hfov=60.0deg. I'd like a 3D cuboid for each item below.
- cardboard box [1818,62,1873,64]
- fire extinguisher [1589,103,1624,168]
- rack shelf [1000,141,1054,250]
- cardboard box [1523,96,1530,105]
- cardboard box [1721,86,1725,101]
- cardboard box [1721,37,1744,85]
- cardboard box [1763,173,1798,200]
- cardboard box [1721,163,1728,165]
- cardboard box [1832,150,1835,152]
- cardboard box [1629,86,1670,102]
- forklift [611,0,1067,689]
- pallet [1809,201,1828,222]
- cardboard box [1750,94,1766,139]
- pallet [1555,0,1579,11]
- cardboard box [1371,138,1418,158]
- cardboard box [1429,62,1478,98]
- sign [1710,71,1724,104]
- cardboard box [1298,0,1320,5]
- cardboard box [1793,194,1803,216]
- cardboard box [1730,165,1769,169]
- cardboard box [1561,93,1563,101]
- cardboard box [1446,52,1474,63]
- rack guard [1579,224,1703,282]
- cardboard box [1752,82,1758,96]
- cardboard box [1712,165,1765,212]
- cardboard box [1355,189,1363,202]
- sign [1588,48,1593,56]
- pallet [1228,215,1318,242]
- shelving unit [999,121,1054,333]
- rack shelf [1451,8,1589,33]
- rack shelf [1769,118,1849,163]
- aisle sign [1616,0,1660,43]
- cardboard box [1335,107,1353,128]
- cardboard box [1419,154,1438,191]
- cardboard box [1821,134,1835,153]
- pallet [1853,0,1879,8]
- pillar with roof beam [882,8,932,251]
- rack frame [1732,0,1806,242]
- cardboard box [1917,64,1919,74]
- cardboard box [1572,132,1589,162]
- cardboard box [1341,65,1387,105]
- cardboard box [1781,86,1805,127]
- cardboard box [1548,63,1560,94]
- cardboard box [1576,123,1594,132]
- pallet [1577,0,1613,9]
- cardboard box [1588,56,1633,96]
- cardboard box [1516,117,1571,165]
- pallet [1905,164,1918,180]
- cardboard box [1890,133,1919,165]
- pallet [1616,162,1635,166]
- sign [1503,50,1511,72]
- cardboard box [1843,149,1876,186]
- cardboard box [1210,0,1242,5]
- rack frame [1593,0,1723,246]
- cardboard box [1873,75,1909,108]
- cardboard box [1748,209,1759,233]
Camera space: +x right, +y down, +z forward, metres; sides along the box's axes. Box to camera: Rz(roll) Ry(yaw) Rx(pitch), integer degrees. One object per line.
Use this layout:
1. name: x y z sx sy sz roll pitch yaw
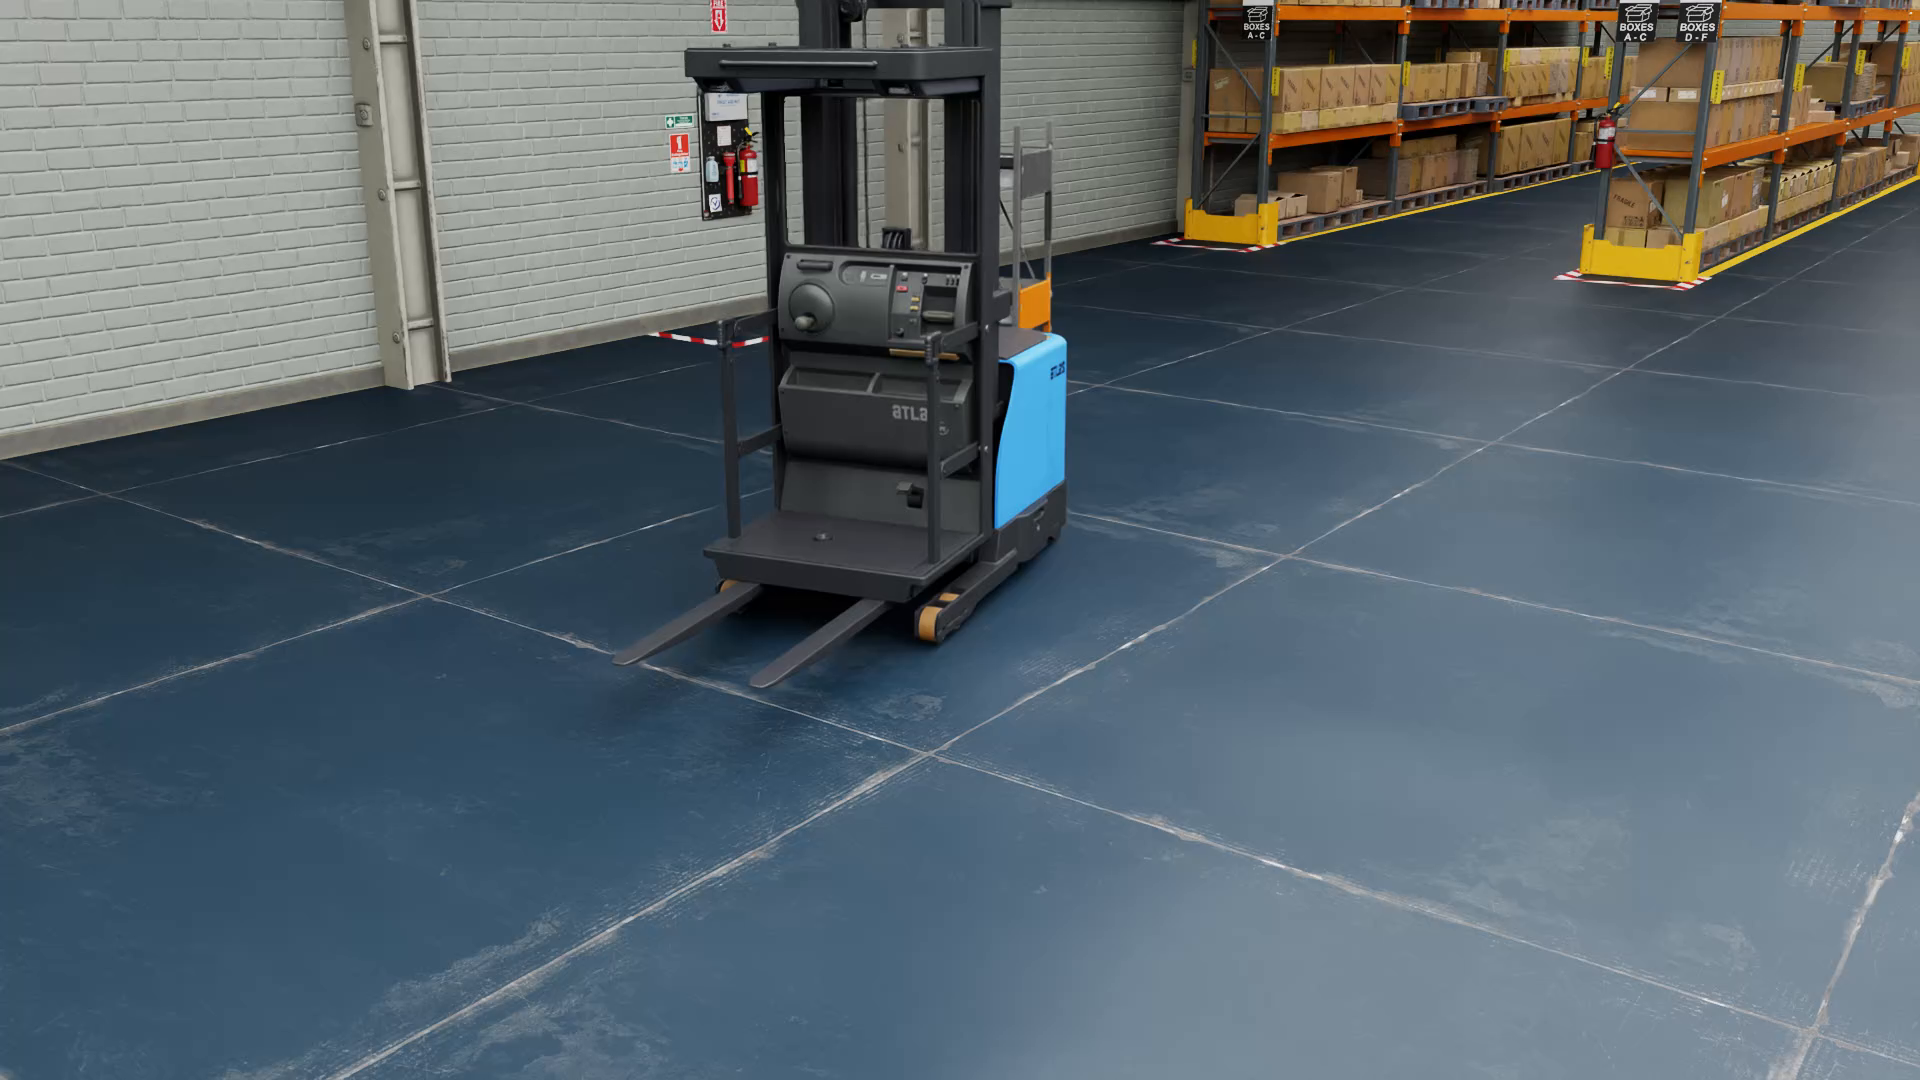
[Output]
1. cardboard box: 13.998 -7.318 26.374 0.700 0.500 0.500 5 18 16
2. fire extinguisher: 6.866 -4.302 17.669 0.296 0.674 0.183 12 21 35
3. rack shelf: 0.214 -1.830 8.783 0.431 0.518 0.480 7 19 21
4. cardboard box: 9.222 -7.303 27.593 0.380 0.149 0.250 13 21 36
5. cardboard box: 8.021 -4.820 17.945 0.380 0.149 0.250 13 21 35
6. cardboard box: 8.238 -5.320 18.461 0.700 0.500 0.500 13 21 35
7. cardboard box: 10.442 -4.565 21.370 0.500 0.311 0.500 12 21 34
8. cardboard box: 9.165 -4.428 20.608 0.500 0.500 0.500 12 21 35
9. cardboard box: 13.363 -5.840 25.966 0.500 0.500 0.500 13 21 35
10. cardboard box: 7.384 -4.767 17.774 0.380 0.149 0.250 12 21 34
11. forklift: -0.469 -1.086 7.300 1.130 2.935 3.031 7 19 21
12. pallet: 11.554 -4.669 23.424 1.003 0.211 1.213 12 21 35
13. cardboard box: 9.124 -5.052 19.784 0.700 0.500 0.500 12 21 34
14. pallet: 9.972 -9.131 28.355 0.805 0.209 1.217 11 21 33
15. cardboard box: 6.397 -5.770 24.475 0.500 0.250 0.500 12 21 34
16. cardboard box: 7.512 -7.071 25.545 0.700 0.500 0.500 10 20 30
17. sign: 7.752 -4.636 17.023 0.100 0.325 0.005 12 21 35
18. cardboard box: 4.078 -6.806 20.343 0.500 0.500 0.500 14 22 38
19. cardboard box: 10.744 -4.422 21.855 0.500 0.250 0.500 12 21 33
20. cardboard box: 10.611 -4.902 22.455 0.500 0.311 0.500 12 21 34
21. cardboard box: 10.183 -7.658 28.737 0.380 0.149 0.250 13 22 36
22. cardboard box: 7.734 -7.465 25.722 0.380 0.149 0.250 9 19 26
23. rack guard: 7.295 -3.085 17.836 1.175 0.500 0.348 12 21 35
24. cardboard box: 8.945 -5.190 19.137 0.380 0.149 0.250 13 22 36
25. cardboard box: 9.285 -4.217 19.929 0.500 0.500 0.500 12 21 35
26. cardboard box: 5.418 -4.836 23.295 0.380 0.166 0.250 9 20 28
27. sign: 12.420 -9.521 32.751 0.100 0.325 0.005 12 21 35
28. pallet: 3.887 -4.033 21.374 1.003 0.211 1.213 12 21 35
29. shelving unit: 0.214 -1.175 8.987 0.431 2.100 0.503 7 19 21
30. rack shelf: 9.287 -8.630 27.631 1.077 0.370 4.000 12 21 35
31. rack shelf: 10.885 -5.370 22.192 1.077 0.370 4.000 12 21 35
32. aisle sign: 7.035 -5.562 17.215 0.394 0.787 0.004 12 21 35
33. cardboard box: 4.784 -5.524 21.692 0.500 0.250 0.500 13 21 35
34. cardboard box: 6.742 -5.553 25.040 0.700 0.500 0.500 13 21 35
35. cardboard box: 13.081 -6.087 25.497 0.500 0.250 0.500 12 21 34
36. pallet: 11.744 -7.355 22.631 1.213 0.211 1.003 14 22 37
37. pillar with roof beam: 2.934 -6.154 13.387 9.100 9.000 0.400 12 21 35
38. rack frame: 9.693 -5.237 20.551 1.000 3.000 0.127 12 21 35
39. cardboard box: 15.887 -8.099 27.912 0.500 0.500 0.500 13 22 36
40. cardboard box: 11.007 -7.184 30.327 0.700 0.500 0.500 13 21 35
41. cardboard box: 5.386 -6.121 22.351 0.500 0.500 0.500 12 21 34
42. cardboard box: 10.776 -5.710 21.904 0.500 0.500 0.500 12 21 35
43. cardboard box: 9.804 -7.821 28.166 0.500 0.500 0.500 12 21 35
44. cardboard box: 11.358 -7.543 30.389 0.380 0.149 0.250 13 22 37
45. pallet: 10.975 -9.600 29.693 1.003 0.211 1.213 12 21 35
46. cardboard box: 12.142 -8.815 31.565 0.980 0.700 0.700 12 21 34
47. cardboard box: 10.196 -7.013 29.187 0.750 0.750 0.750 13 21 35
48. pallet: 16.323 -6.556 29.498 1.003 0.211 1.213 12 21 35
49. cardboard box: 16.717 -6.939 29.503 0.500 0.500 0.500 12 21 35
50. pallet: 12.449 -7.434 32.327 1.003 0.211 1.213 12 21 35
51. sign: 8.537 -7.486 25.974 0.100 0.325 0.005 12 21 35
52. cardboard box: 13.795 -5.755 25.692 0.500 0.500 0.500 13 21 35
53. cardboard box: 3.374 -6.793 20.301 0.500 0.500 0.500 14 22 39
54. rack frame: 7.310 -4.285 17.483 1.000 3.000 0.127 12 21 35
55. cardboard box: 14.982 -7.264 26.908 0.500 0.500 0.500 13 22 36
56. cardboard box: 9.286 -3.858 20.039 0.500 0.250 0.500 12 21 35
